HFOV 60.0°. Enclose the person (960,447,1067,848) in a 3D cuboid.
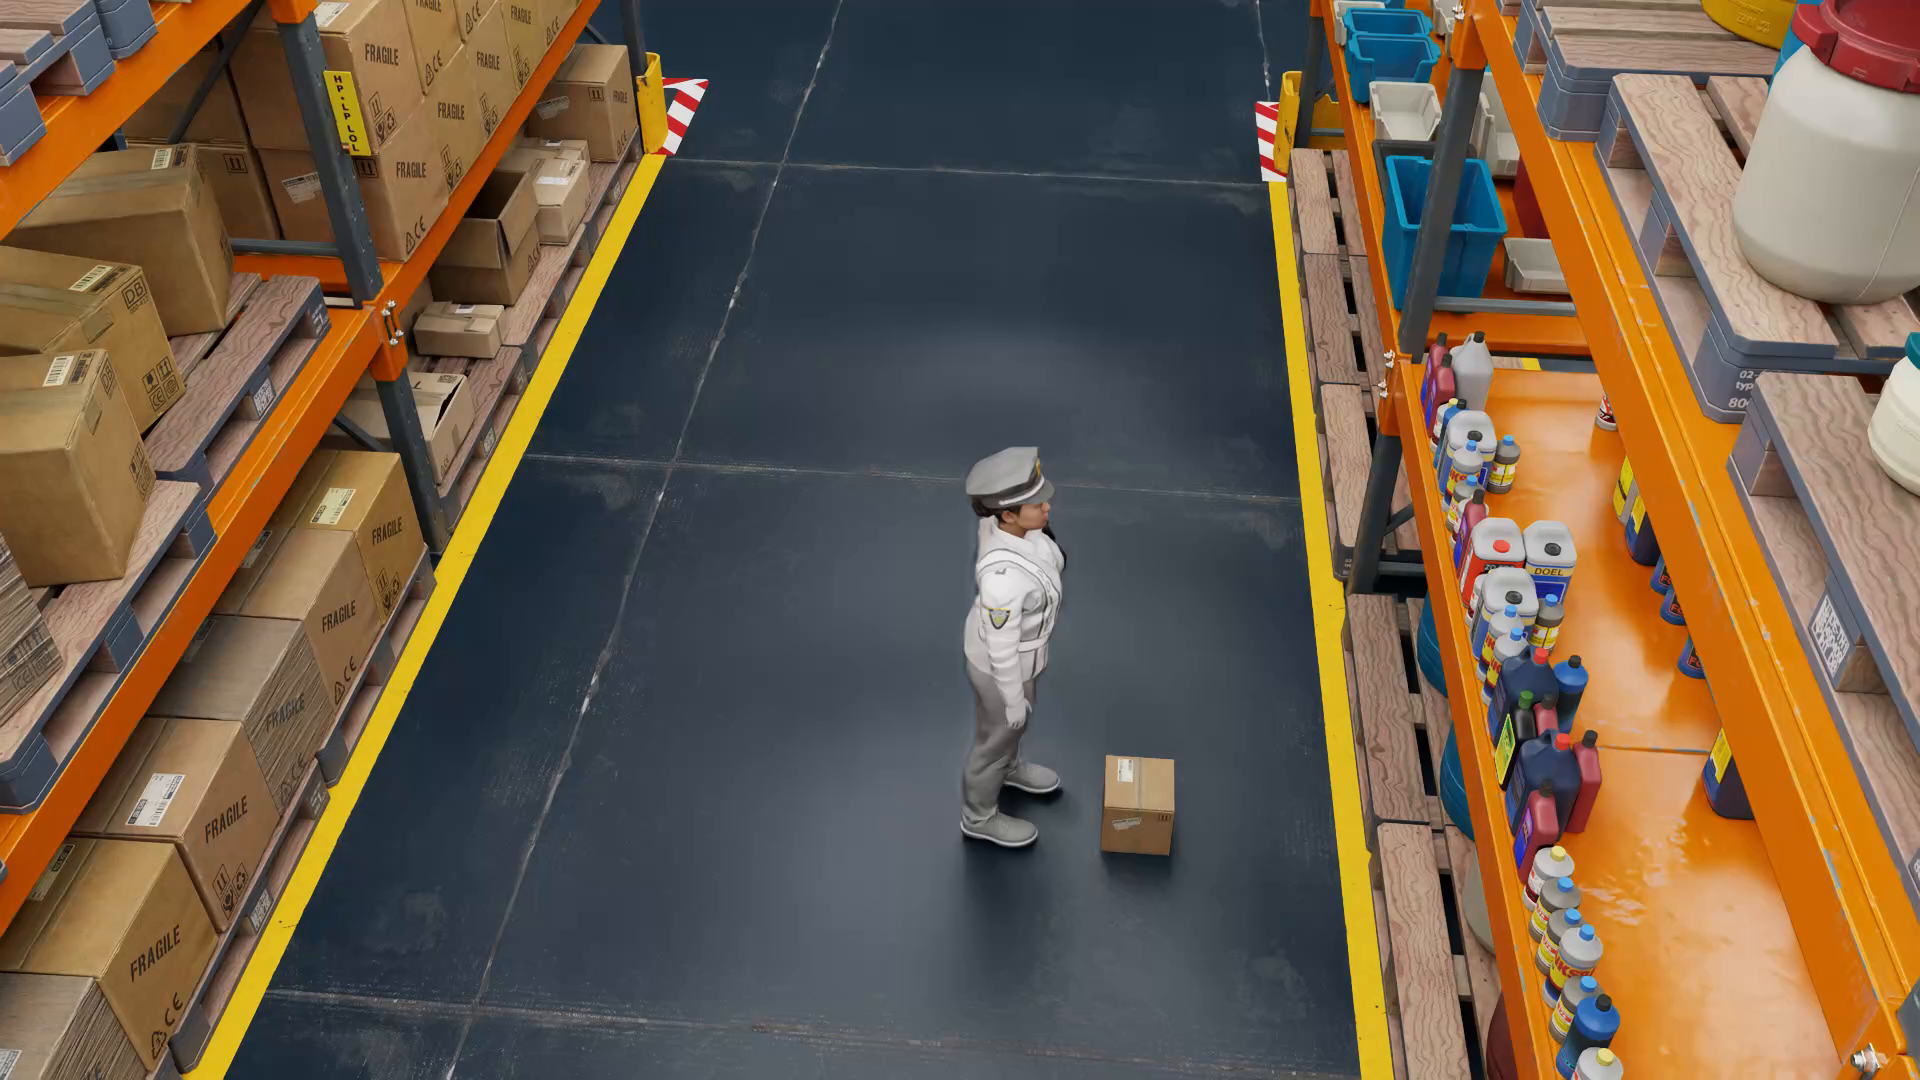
[{"bbox_3d":[0.184,0.385,5.644,0.356,1.689,0.507,3,40,4],"label":"person"}]
